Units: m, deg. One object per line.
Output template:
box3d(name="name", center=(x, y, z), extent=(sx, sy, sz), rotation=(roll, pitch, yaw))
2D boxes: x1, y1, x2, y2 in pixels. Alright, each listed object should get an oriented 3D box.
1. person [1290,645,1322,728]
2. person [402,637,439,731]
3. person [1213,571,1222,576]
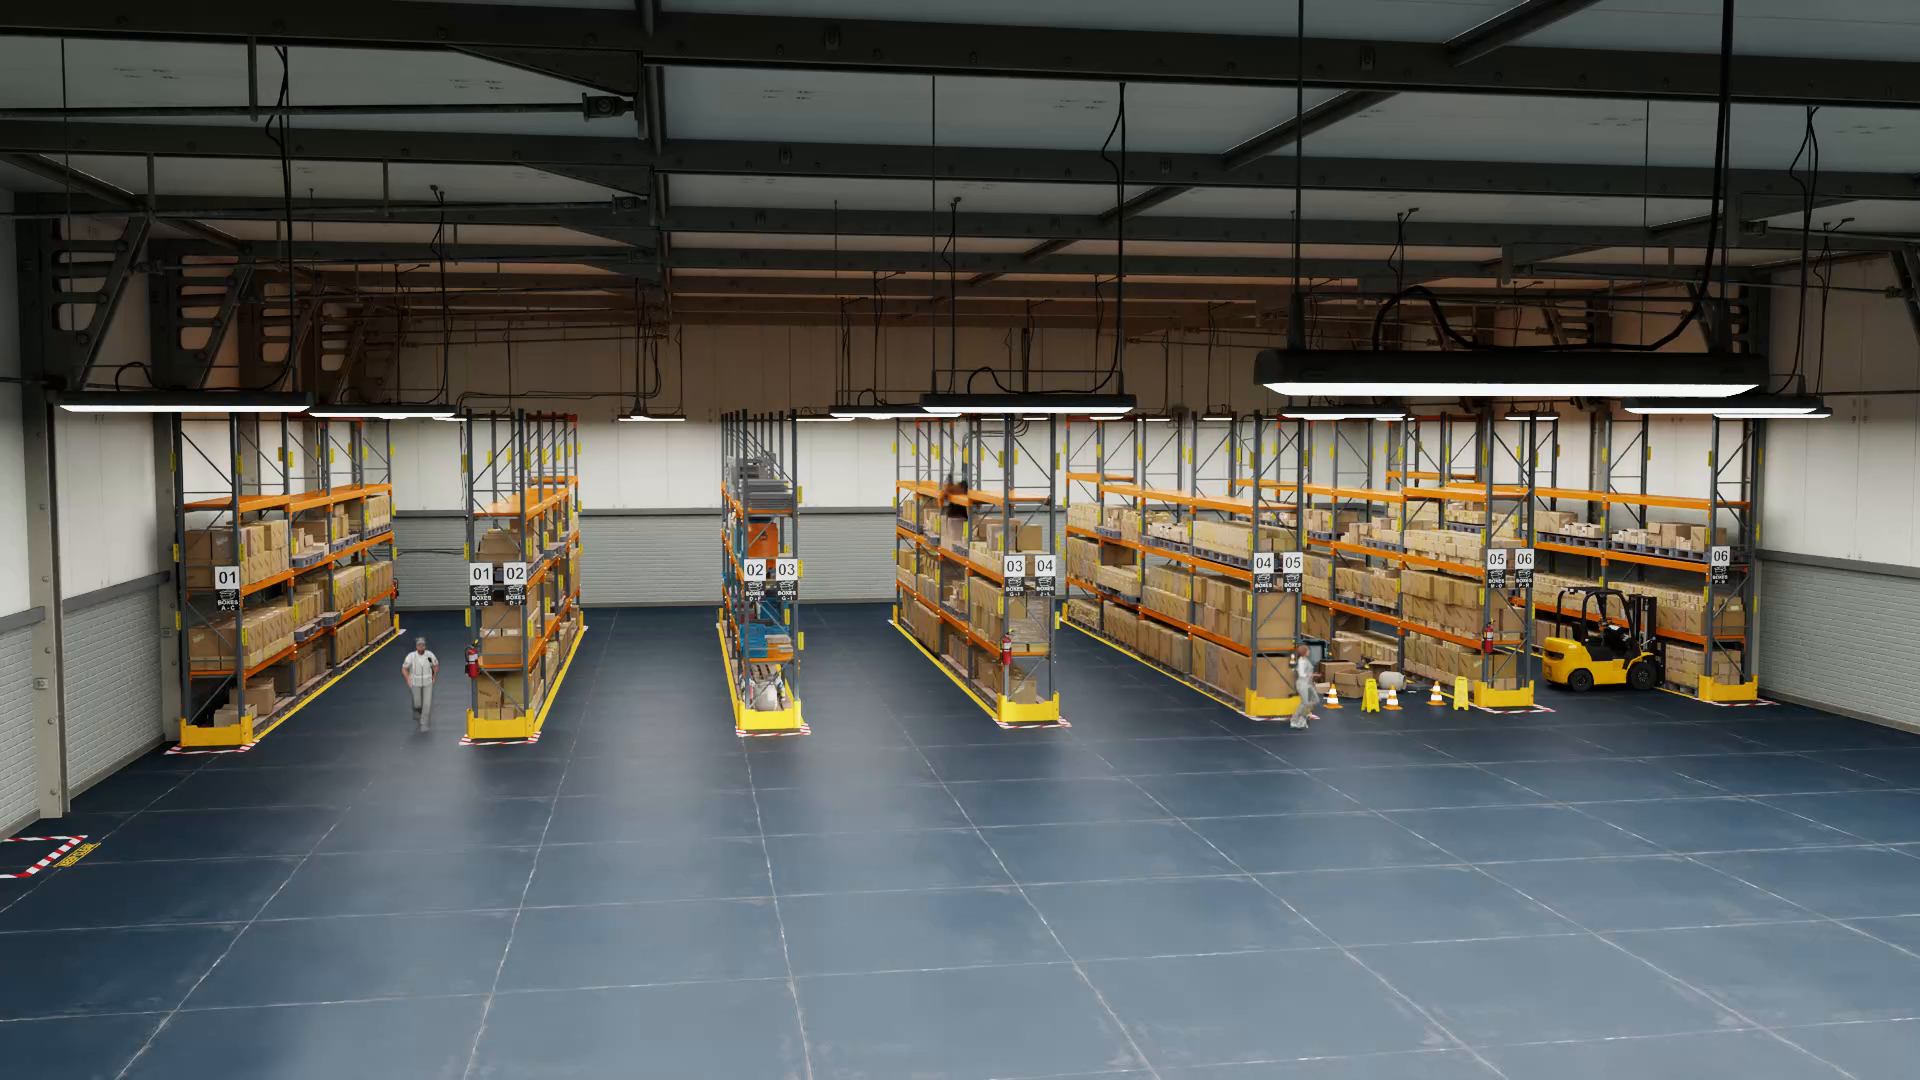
box3d(name="person", center=(6.499, 2.753, 31.167), extent=(0.602, 1.581, 0.517), rotation=(2, 4, 28))
box3d(name="person", center=(-10.125, 2.691, 31.266), extent=(0.672, 1.760, 0.644), rotation=(-2, 4, -25))
box3d(name="person", center=(7.879, 1.399, 50.613), extent=(0.654, 1.622, 0.599), rotation=(0, 4, 3))
